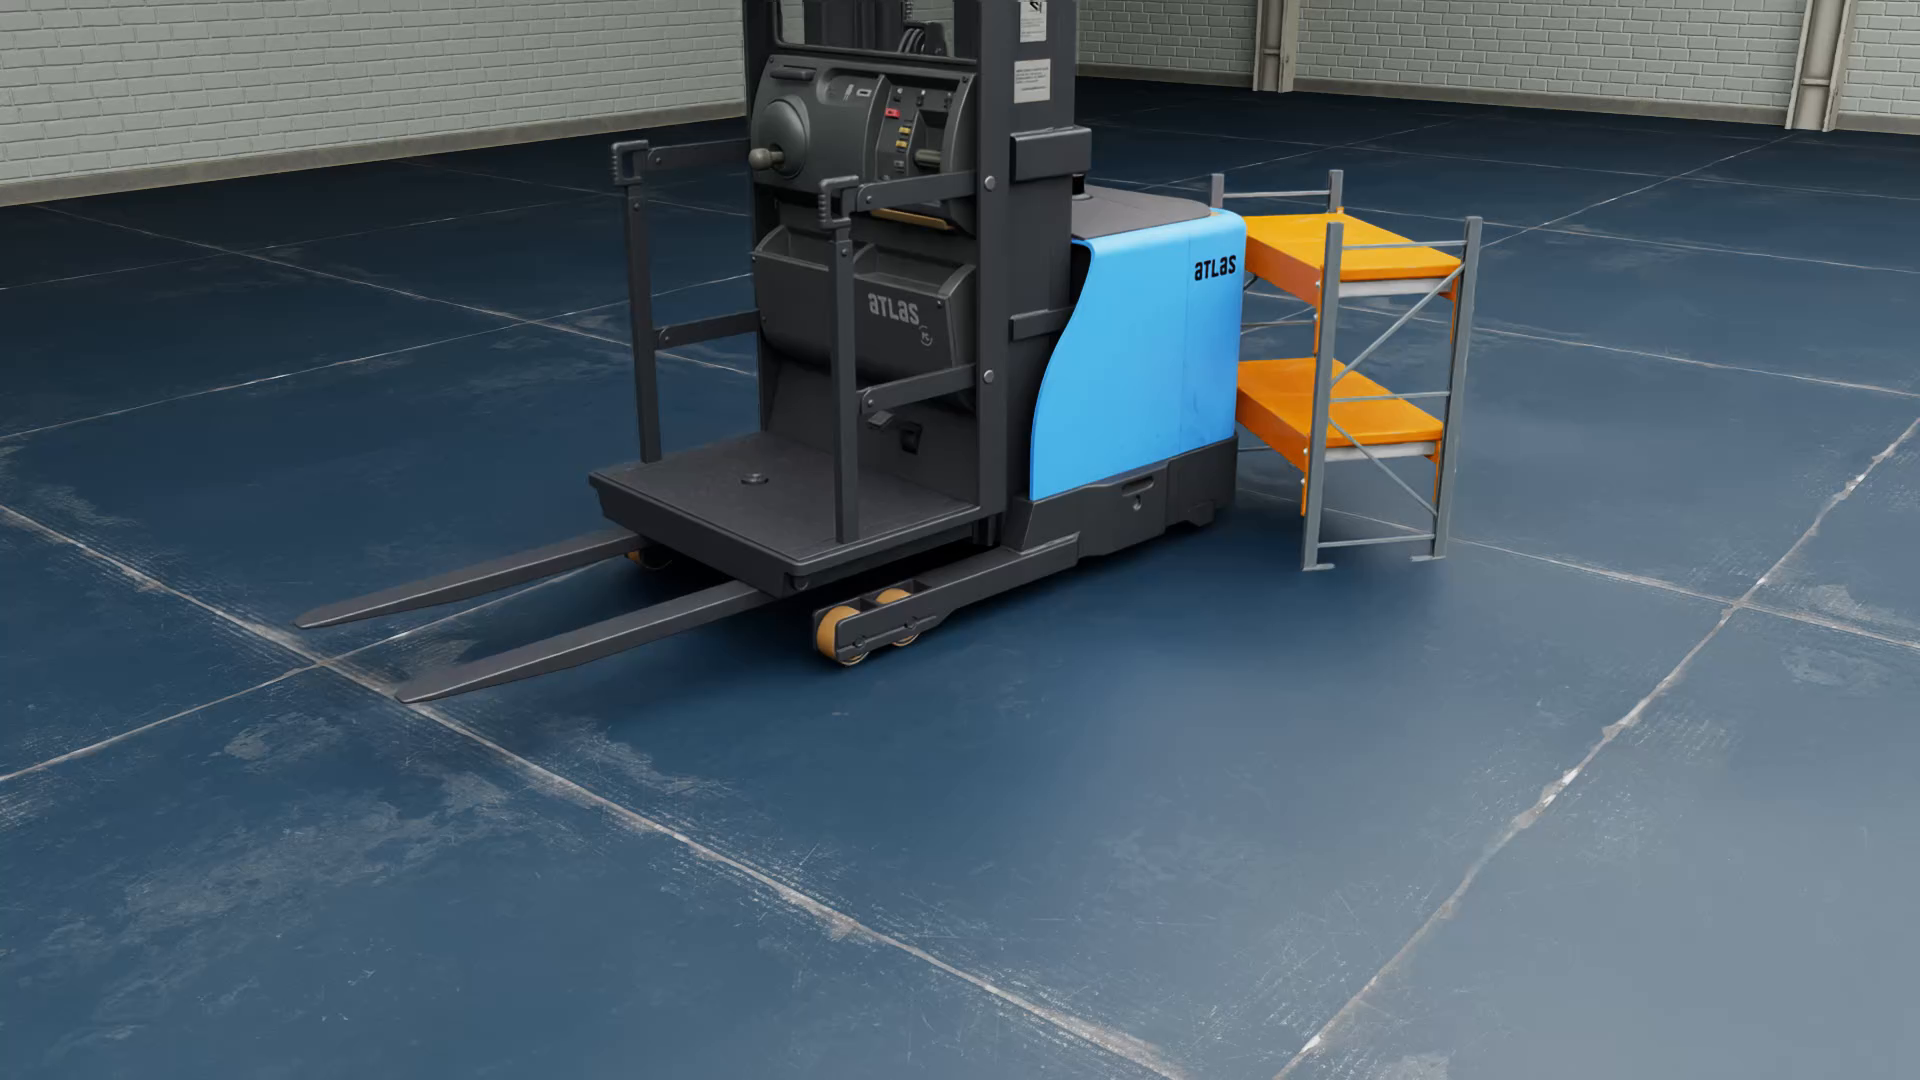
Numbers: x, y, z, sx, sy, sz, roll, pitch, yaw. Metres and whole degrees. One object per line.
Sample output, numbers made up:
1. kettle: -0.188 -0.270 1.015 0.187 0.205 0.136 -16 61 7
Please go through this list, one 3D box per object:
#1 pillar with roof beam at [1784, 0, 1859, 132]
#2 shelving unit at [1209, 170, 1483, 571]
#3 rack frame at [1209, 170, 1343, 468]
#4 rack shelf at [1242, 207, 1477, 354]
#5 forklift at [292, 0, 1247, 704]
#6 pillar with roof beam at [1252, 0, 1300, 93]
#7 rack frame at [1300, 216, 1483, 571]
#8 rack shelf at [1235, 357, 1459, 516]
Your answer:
1. pillar with roof beam: 5.695 -7.107 11.761 0.400 9.000 9.100 16 26 36
2. shelving unit: 1.251 -0.625 5.732 0.538 1.125 1.048 -4 21 -11
3. rack frame: 1.145 -0.801 6.197 0.500 1.125 0.032 -4 21 -11
4. rack shelf: 1.251 -0.899 5.629 0.538 0.278 1.000 -4 21 -11
5. forklift: -0.456 -1.222 4.755 3.031 2.935 1.130 -18 27 -40
6. pillar with roof beam: 1.047 -8.446 15.311 0.400 9.000 9.100 16 26 36
7. rack frame: 1.358 -0.450 5.267 0.500 1.125 0.032 -4 21 -11
8. rack shelf: 1.251 -0.397 5.818 0.538 0.278 1.000 -4 21 -11
